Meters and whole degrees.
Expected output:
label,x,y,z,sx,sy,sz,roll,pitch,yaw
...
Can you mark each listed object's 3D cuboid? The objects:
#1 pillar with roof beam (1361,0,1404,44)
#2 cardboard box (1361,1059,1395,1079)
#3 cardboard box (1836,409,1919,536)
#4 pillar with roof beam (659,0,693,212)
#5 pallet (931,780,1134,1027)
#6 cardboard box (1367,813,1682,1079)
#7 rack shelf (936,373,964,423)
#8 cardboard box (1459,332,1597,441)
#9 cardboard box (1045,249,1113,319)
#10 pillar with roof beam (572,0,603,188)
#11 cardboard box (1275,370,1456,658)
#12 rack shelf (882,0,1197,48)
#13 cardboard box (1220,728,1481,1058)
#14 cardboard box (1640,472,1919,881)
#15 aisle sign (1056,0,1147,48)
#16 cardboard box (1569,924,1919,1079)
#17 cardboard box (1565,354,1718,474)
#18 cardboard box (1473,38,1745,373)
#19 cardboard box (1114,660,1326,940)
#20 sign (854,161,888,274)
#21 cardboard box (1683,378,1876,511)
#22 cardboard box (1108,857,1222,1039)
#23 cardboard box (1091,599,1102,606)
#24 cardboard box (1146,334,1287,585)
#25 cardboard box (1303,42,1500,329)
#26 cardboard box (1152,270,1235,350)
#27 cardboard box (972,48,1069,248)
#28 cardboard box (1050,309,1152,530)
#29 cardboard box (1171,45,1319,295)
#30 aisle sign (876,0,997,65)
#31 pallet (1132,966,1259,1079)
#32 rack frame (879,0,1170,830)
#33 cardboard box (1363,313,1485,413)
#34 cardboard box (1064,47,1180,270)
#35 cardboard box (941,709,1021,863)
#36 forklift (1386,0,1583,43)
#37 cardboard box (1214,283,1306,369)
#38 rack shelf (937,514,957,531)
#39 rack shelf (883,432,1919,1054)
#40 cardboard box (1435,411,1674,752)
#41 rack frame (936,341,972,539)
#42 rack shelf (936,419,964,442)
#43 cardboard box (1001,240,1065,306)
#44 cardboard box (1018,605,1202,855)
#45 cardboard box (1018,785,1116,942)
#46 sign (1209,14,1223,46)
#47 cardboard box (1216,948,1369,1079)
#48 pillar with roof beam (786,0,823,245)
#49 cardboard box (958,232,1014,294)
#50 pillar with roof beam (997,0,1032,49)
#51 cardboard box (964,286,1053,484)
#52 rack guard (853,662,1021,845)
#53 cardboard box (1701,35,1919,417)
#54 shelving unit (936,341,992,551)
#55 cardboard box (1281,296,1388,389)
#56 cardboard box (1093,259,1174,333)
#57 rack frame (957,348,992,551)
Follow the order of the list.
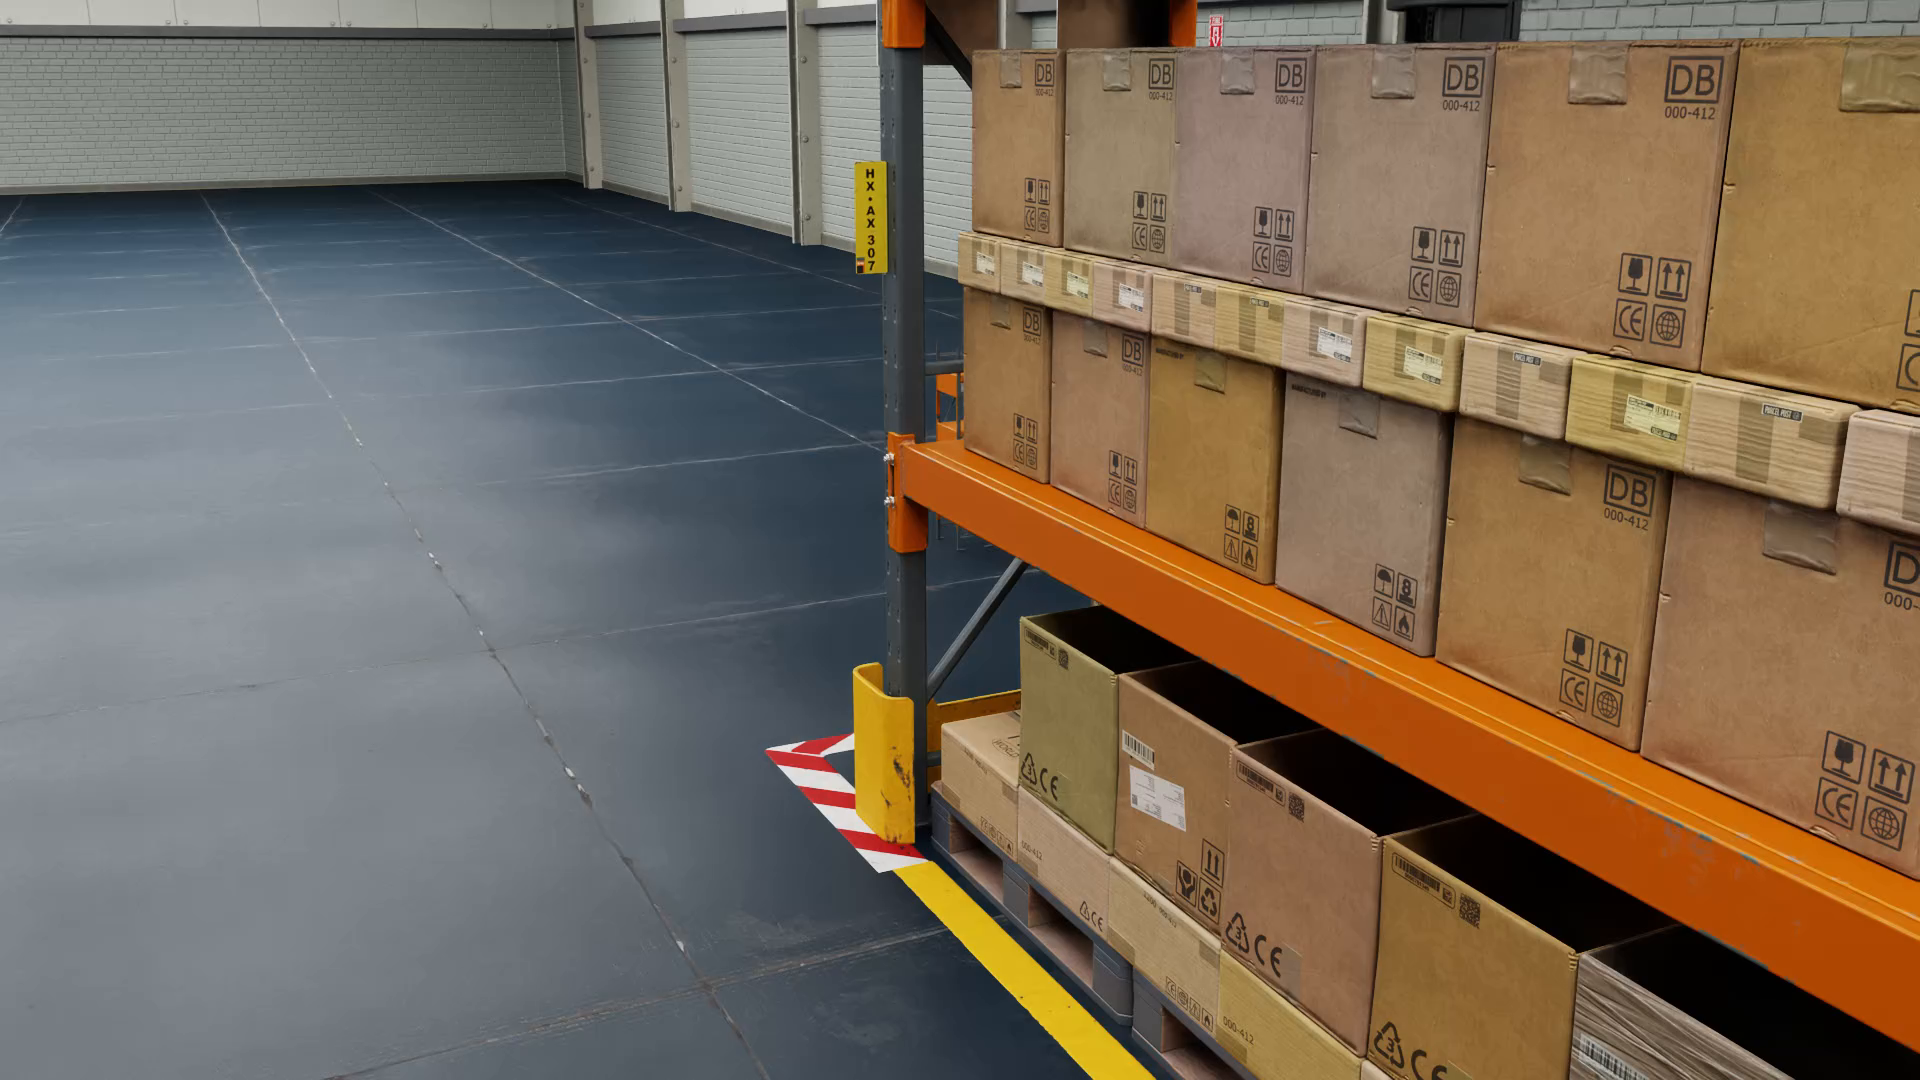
label,x,y,z,sx,sy,sz,roll,pitch,yaw
pillar with roof beam,-0.724,-4.946,9.670,9.100,9.000,0.400,-8,18,-25
cardboard box,1.149,1.212,3.314,0.500,0.250,0.500,-8,18,-25
cardboard box,1.456,-0.100,2.303,0.380,0.149,0.250,-8,18,-27
pillar with roof beam,-8.610,-9.409,25.223,9.100,9.000,0.400,-8,18,-25
pallet,0.611,0.961,5.019,1.003,0.211,1.213,-8,18,-25
cardboard box,1.160,0.850,3.216,0.500,0.500,0.500,-8,18,-25
rack shelf,0.023,-0.754,8.484,0.215,0.259,0.240,-8,18,-25
cardboard box,1.124,-0.289,2.961,0.380,0.149,0.250,-7,17,-23
cardboard box,0.443,-0.673,4.302,0.380,0.149,0.250,-8,18,-25
pillar with roof beam,-11.238,-10.897,30.408,9.100,9.000,0.400,-8,18,-25
cardboard box,1.112,-0.111,3.519,0.700,0.500,0.500,-7,17,-23
rack shelf,1.115,-1.164,3.235,1.077,0.370,4.000,-8,18,-25
cardboard box,0.928,0.728,3.641,0.500,0.500,0.500,-8,18,-25
cardboard box,1.554,0.141,2.642,0.700,0.500,0.500,-8,18,-25
aisle sign,0.474,-1.865,5.100,0.394,0.787,0.004,-8,18,-25
cardboard box,1.383,0.973,2.785,0.500,0.500,0.500,-8,18,-25
cardboard box,1.235,-0.226,2.743,0.380,0.149,0.250,-8,18,-25
cardboard box,1.350,-0.602,2.879,0.700,0.500,0.500,-8,18,-25
cardboard box,0.725,0.601,4.081,0.500,0.500,0.500,-8,18,-25
sign,-0.263,-0.953,4.919,0.100,0.325,0.005,-8,18,-25
cardboard box,1.340,-0.165,2.529,0.380,0.149,0.250,-8,18,-25
cardboard box,0.715,0.963,4.179,0.500,0.250,0.500,-8,18,-25
cardboard box,0.741,0.292,5.158,0.500,0.500,0.500,-8,18,-25
cardboard box,0.878,-0.241,3.972,0.700,0.500,0.500,-8,18,-25
cardboard box,1.131,-0.726,3.310,0.700,0.500,0.500,-8,18,-25
cardboard box,0.671,-0.545,3.853,0.380,0.149,0.250,-8,18,-27
cardboard box,0.455,-1.105,4.631,0.700,0.500,0.500,-8,18,-25
cardboard box,0.666,-0.365,4.404,0.700,0.500,0.500,-7,17,-23
cardboard box,0.912,-0.851,3.743,0.700,0.500,0.500,-8,18,-25
aisle sign,-0.065,-1.793,4.847,0.394,0.787,0.004,-8,18,-25
pallet,1.142,1.263,3.967,1.003,0.211,1.213,-8,18,-25
rack frame,0.239,-0.564,5.278,1.000,3.000,0.127,-8,18,-25
cardboard box,1.005,-0.354,3.189,0.380,0.149,0.250,-7,17,-23
cardboard box,0.690,-0.975,4.178,0.700,0.500,0.500,-8,18,-26
cardboard box,0.274,0.716,5.042,0.500,0.250,0.500,-8,18,-25
forklift,2.902,-1.371,8.214,3.031,2.935,1.130,1,16,3
cardboard box,0.783,-0.481,3.633,0.380,0.149,0.250,-8,18,-26
rack shelf,0.023,-0.214,8.639,0.215,0.259,0.240,-8,18,-25
rack shelf,1.115,0.278,3.649,1.077,0.370,4.000,-8,18,-25
cardboard box,1.338,0.016,3.077,0.700,0.500,0.500,-7,18,-24
rack frame,-0.030,-0.522,8.665,0.200,1.050,0.008,-8,18,-25
rack shelf,0.023,-0.481,8.563,0.215,0.259,0.240,-8,18,-25
cardboard box,0.335,-0.735,4.518,0.380,0.149,0.250,-8,18,-26
cardboard box,0.494,0.479,4.507,0.500,0.500,0.500,-8,18,-25
cardboard box,0.496,0.839,4.612,0.500,0.250,0.500,-8,18,-25
sign,2.184,-4.328,14.191,0.001,0.298,0.199,-8,18,-25
cardboard box,0.929,1.088,3.745,0.500,0.250,0.500,-8,18,-25
pillar with roof beam,-5.981,-7.921,20.039,9.100,9.000,0.400,-8,18,-25
cardboard box,0.217,-0.800,4.745,0.380,0.149,0.250,-8,18,-25
pillar with roof beam,-3.353,-6.433,14.855,9.100,9.000,0.400,-8,18,-25
cardboard box,0.432,-0.495,4.855,0.700,0.500,0.500,-8,18,-25
rack guard,0.228,0.632,5.643,1.175,0.500,0.348,-8,18,-25
cardboard box,1.569,-0.478,2.446,0.700,0.500,0.500,-8,18,-25
shelving unit,0.023,-0.491,8.560,0.215,1.050,0.252,-8,18,-25
cardboard box,0.890,-0.419,3.416,0.380,0.149,0.250,-7,18,-24
cardboard box,0.552,-0.610,4.083,0.380,0.149,0.250,-8,18,-26
rack frame,0.077,-0.461,8.454,0.200,1.050,0.008,-8,18,-25
